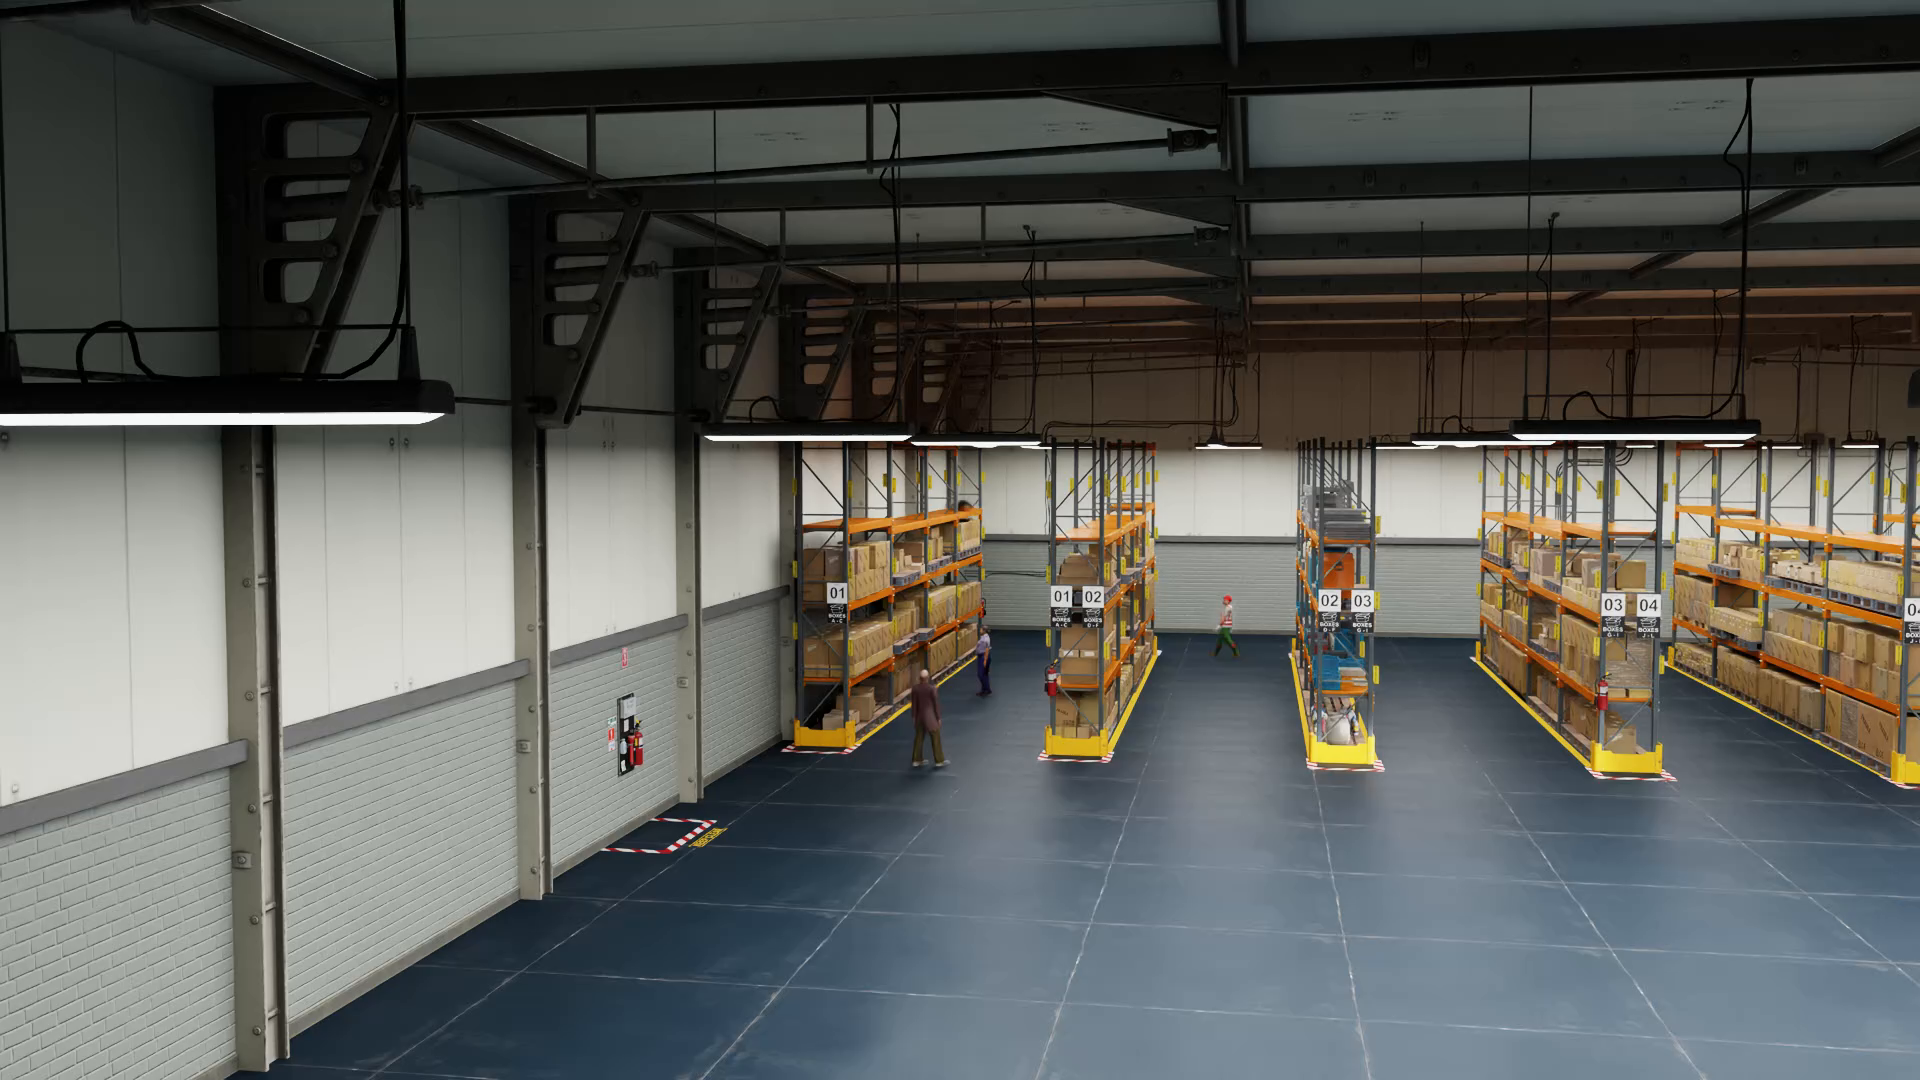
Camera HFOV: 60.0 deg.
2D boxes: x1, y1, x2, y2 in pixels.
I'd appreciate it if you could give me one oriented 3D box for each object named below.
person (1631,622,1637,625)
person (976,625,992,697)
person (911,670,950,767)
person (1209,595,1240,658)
[{"bbox_3d":[18.260,2.495,45.356,1.031,1.599,0.468,-2,4,-34],"label":"person"},{"bbox_3d":[0.558,2.844,39.057,0.364,1.685,0.526,0,3,-2],"label":"person"},{"bbox_3d":[-0.531,3.233,30.316,0.633,1.768,0.568,-3,4,-44],"label":"person"},{"bbox_3d":[7.321,2.410,46.163,1.042,1.748,0.670,2,4,33],"label":"person"}]
